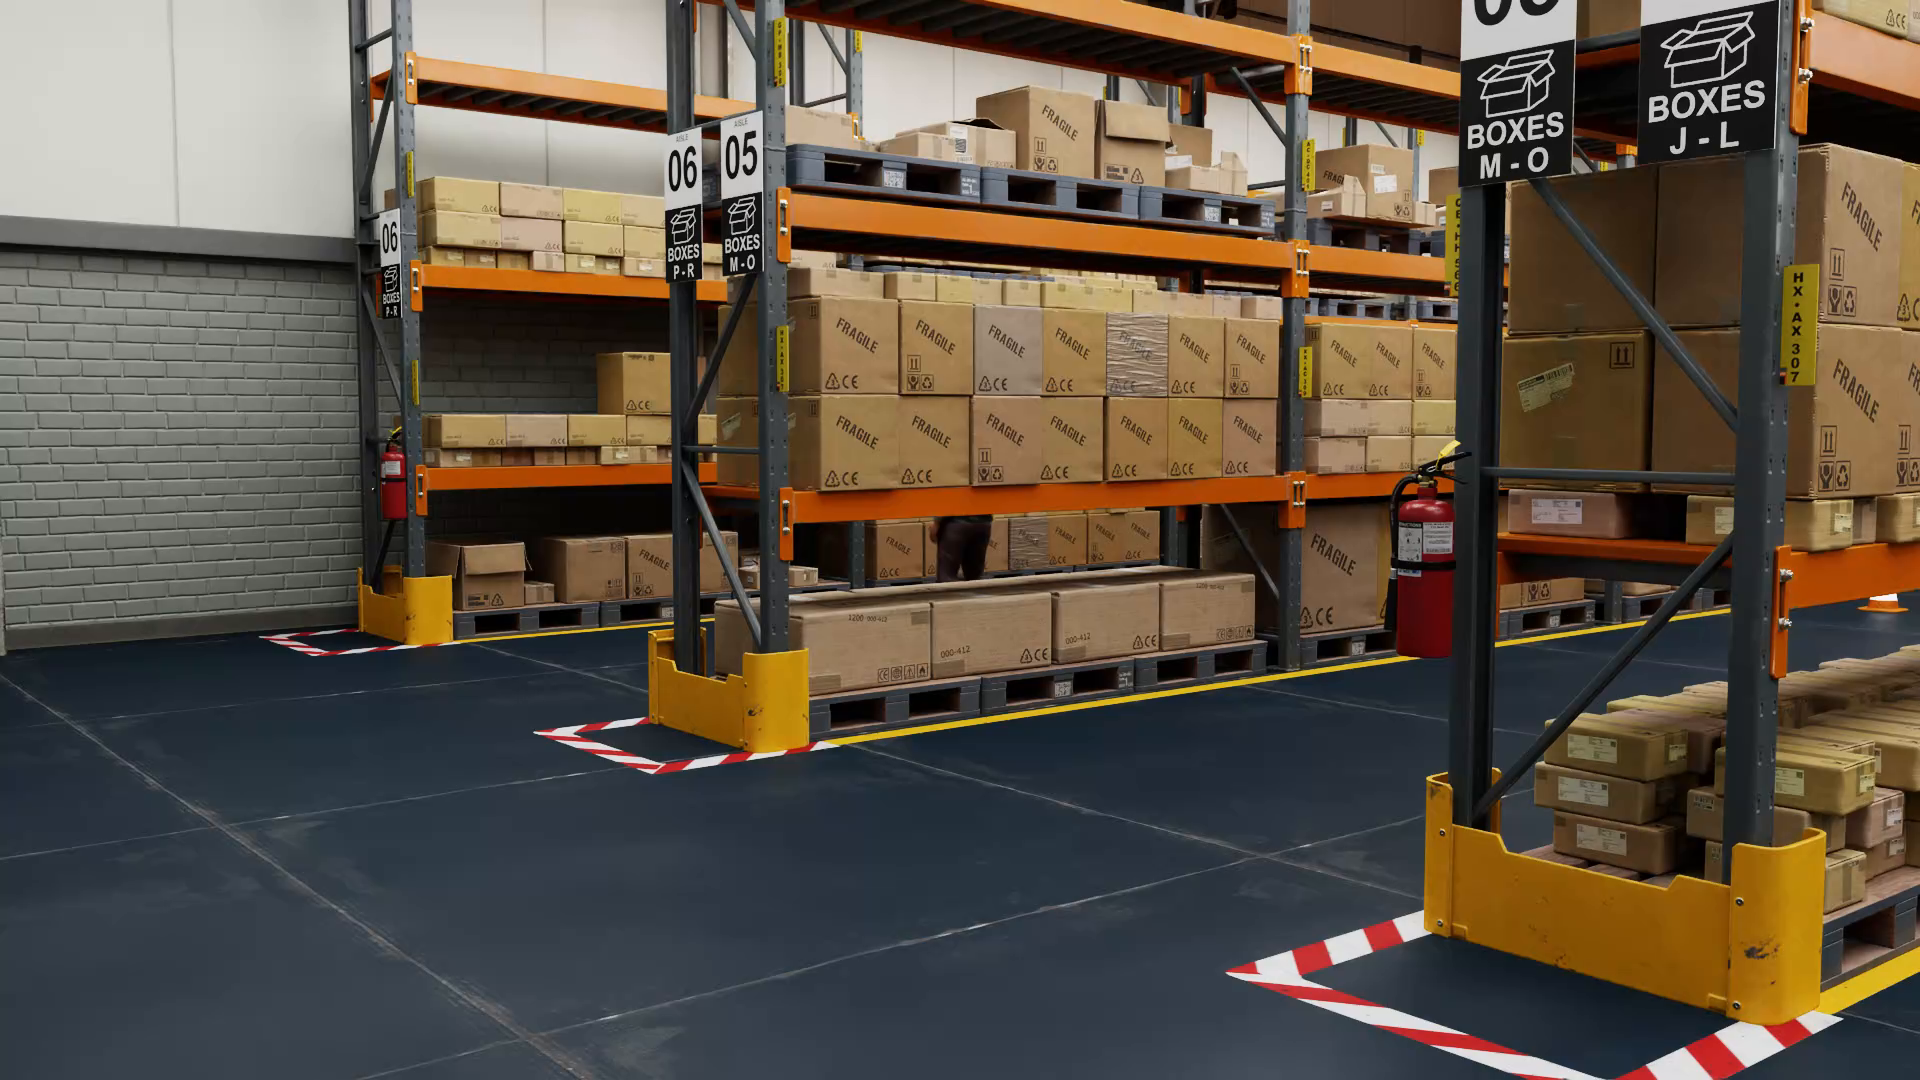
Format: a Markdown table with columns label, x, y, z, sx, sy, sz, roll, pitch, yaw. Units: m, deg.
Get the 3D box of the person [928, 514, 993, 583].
| label | x | y | z | sx | sy | sz | roll | pitch | yaw |
| --- | --- | --- | --- | --- | --- | --- | --- | --- | --- |
| person | 0.017 | -0.097 | 12.596 | 0.538 | 1.711 | 0.361 | -3 | 5 | -38 |
